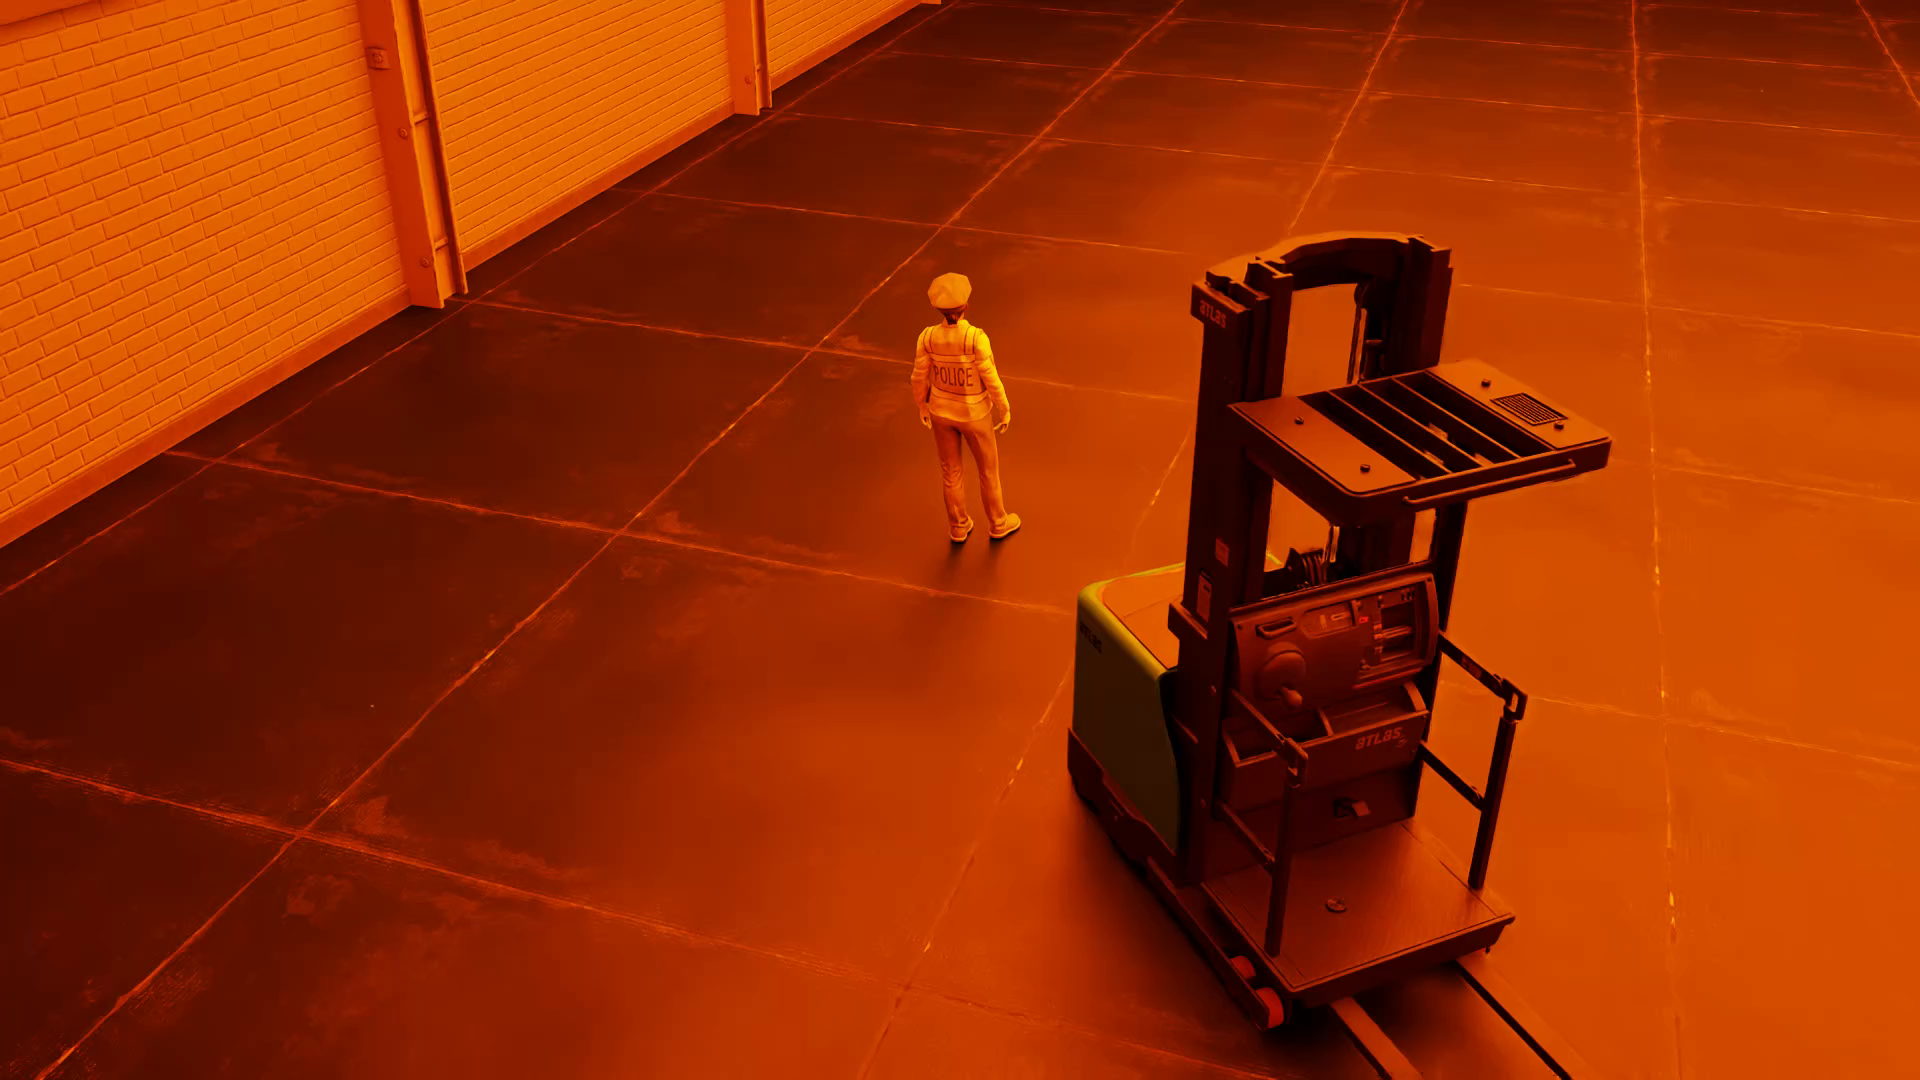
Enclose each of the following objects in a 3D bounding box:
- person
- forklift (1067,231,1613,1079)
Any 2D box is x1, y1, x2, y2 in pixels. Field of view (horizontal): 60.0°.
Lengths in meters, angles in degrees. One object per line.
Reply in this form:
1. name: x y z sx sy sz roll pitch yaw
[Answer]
1. person: 0.029 -0.773 9.727 0.586 1.694 0.532 10 31 16
2. forklift: 1.569 0.442 6.361 1.130 2.935 3.031 -12 32 -20
